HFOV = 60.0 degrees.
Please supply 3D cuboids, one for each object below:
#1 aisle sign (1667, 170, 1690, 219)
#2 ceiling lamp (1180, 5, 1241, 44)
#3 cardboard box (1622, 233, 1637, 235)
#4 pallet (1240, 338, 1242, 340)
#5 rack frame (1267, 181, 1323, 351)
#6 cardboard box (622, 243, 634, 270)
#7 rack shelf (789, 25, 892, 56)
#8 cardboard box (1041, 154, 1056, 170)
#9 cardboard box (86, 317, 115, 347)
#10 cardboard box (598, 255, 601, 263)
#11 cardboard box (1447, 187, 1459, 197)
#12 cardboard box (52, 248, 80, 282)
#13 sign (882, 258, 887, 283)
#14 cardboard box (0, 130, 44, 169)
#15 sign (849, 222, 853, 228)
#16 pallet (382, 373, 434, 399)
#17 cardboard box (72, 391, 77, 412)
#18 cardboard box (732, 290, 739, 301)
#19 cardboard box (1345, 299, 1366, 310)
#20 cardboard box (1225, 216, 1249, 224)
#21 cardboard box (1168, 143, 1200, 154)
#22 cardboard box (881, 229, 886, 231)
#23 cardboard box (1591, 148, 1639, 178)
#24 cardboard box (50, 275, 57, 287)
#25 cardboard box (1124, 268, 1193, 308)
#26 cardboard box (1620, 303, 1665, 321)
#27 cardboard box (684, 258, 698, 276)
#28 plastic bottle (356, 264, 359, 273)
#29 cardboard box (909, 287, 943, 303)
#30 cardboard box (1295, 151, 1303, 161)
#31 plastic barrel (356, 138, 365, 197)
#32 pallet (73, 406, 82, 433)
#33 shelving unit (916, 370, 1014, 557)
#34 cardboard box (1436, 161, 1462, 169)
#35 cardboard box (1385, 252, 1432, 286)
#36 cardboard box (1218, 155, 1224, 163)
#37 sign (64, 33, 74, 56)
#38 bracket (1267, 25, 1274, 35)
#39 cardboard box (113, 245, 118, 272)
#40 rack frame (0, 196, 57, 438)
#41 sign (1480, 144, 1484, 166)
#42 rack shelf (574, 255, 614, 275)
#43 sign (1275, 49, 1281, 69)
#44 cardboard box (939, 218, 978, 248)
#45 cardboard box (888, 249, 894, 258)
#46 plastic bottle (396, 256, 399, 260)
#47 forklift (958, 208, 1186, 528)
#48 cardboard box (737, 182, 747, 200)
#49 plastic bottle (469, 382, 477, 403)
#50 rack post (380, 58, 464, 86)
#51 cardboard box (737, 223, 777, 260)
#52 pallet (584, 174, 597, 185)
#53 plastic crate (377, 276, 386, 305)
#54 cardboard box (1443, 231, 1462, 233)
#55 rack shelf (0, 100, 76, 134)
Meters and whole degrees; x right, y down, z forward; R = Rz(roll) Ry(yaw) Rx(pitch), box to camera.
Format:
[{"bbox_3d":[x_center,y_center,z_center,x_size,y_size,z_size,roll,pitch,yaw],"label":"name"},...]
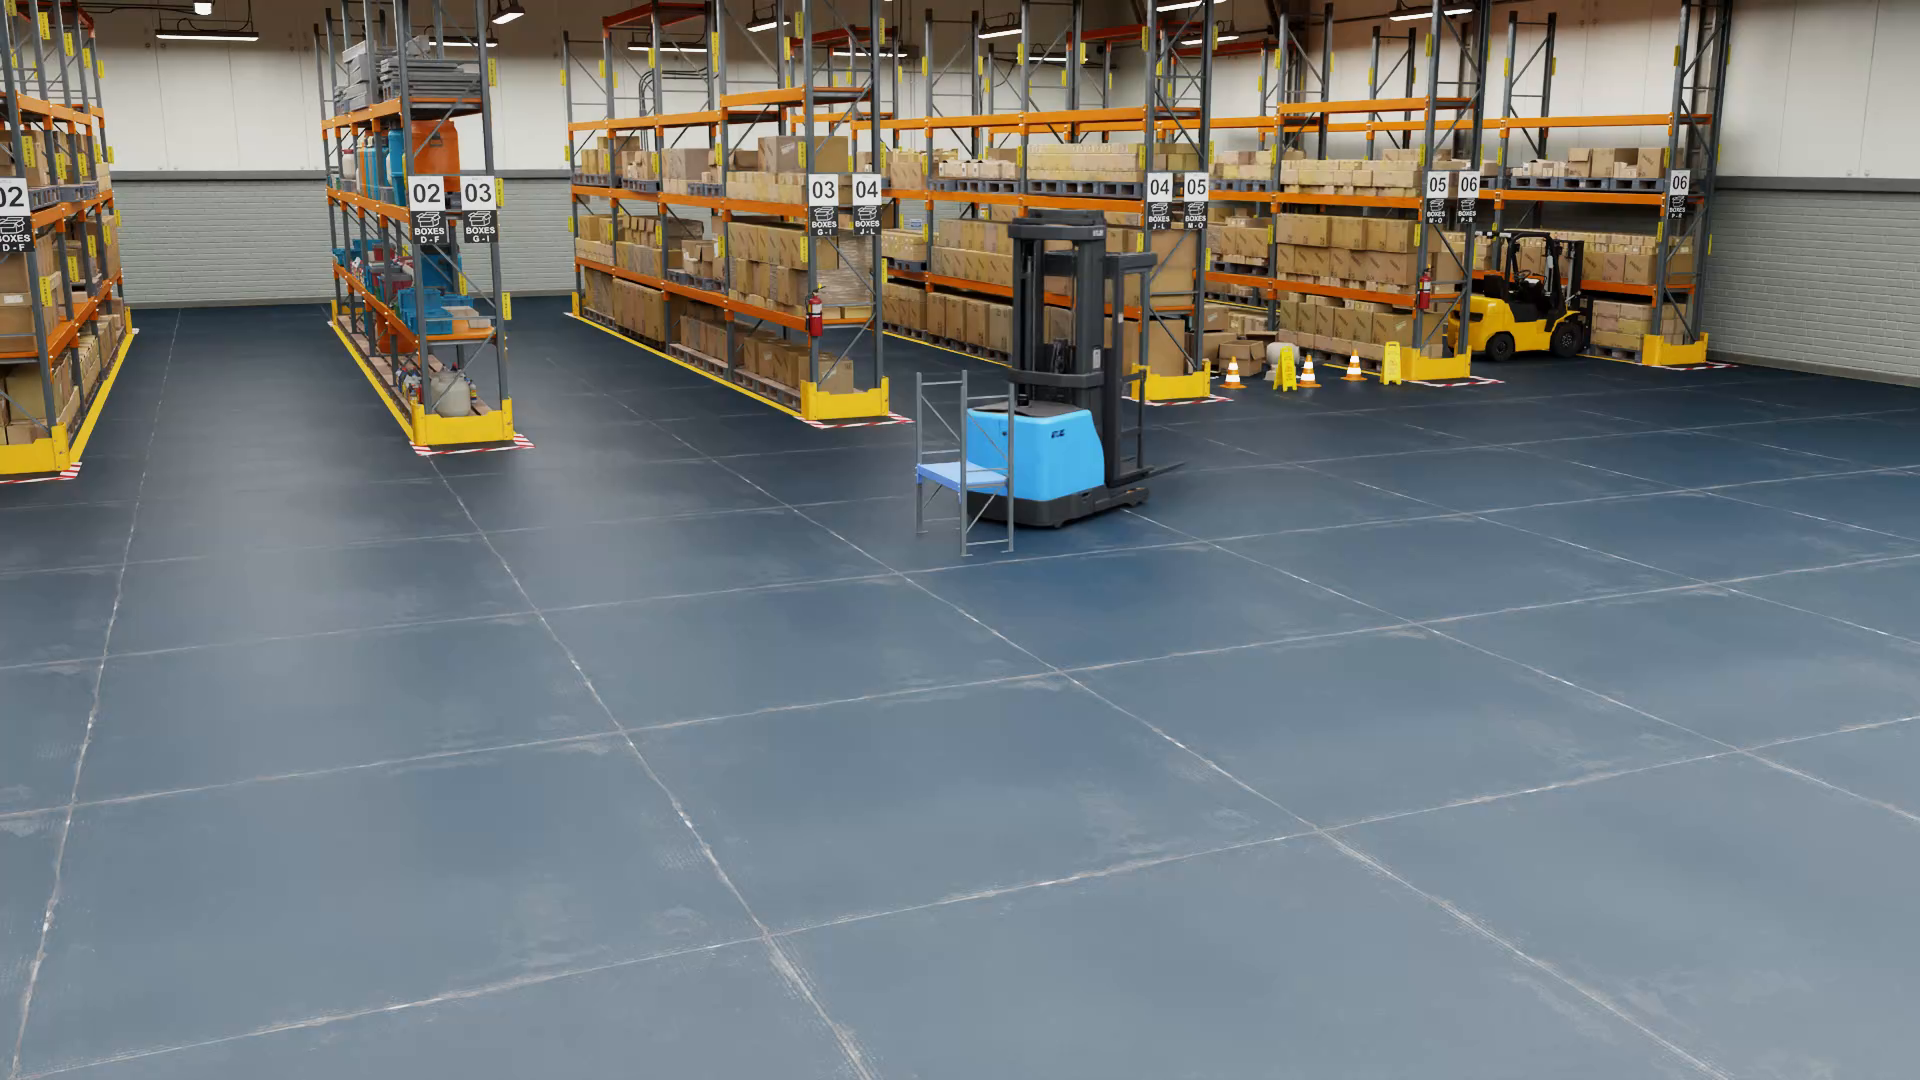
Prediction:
[{"bbox_3d":[11.863,-5.697,27.446,0.394,0.787,0.004,-6,14,-23],"label":"aisle sign"},{"bbox_3d":[5.621,-12.344,35.684,0.800,3.185,2.000,-6,14,-23],"label":"ceiling lamp"},{"bbox_3d":[11.760,-5.284,29.107,0.380,0.149,0.250,-5,14,-21],"label":"cardboard box"},{"bbox_3d":[5.151,-3.902,31.642,1.003,0.211,1.213,-6,14,-23],"label":"pallet"},{"bbox_3d":[5.957,-4.848,29.542,1.000,3.000,0.127,-6,14,-23],"label":"rack frame"},{"bbox_3d":[-6.171,-5.433,31.848,0.500,0.500,0.500,-6,14,-23],"label":"cardboard box"},{"bbox_3d":[-2.544,-10.637,35.477,1.077,0.370,4.000,-6,14,-23],"label":"rack shelf"},{"bbox_3d":[1.605,-5.936,26.111,0.500,0.250,0.500,-6,14,-23],"label":"cardboard box"},{"bbox_3d":[-14.756,-3.529,28.413,0.500,0.500,0.500,-6,14,-23],"label":"cardboard box"},{"bbox_3d":[-7.163,-5.729,33.907,0.380,0.149,0.250,-5,14,-22],"label":"cardboard box"},{"bbox_3d":[7.724,-5.458,26.085,0.380,0.149,0.250,-6,14,-23],"label":"cardboard box"},{"bbox_3d":[-14.160,-4.258,25.842,0.700,0.500,0.500,-12,18,-42],"label":"cardboard box"},{"bbox_3d":[-1.024,-3.597,22.219,0.100,0.325,0.005,-6,14,-23],"label":"sign"},{"bbox_3d":[-12.413,-5.148,21.925,0.500,0.500,0.500,-5,14,-22],"label":"cardboard box"},{"bbox_3d":[-2.237,-6.404,34.346,0.100,0.325,0.005,-6,14,-23],"label":"sign"},{"bbox_3d":[-8.012,-2.305,24.742,1.003,0.211,1.213,-6,14,-23],"label":"pallet"},{"bbox_3d":[-11.624,-1.743,21.296,0.500,0.250,0.500,-6,14,-23],"label":"cardboard box"},{"bbox_3d":[-3.225,-3.706,25.166,0.380,0.149,0.250,-6,14,-23],"label":"cardboard box"},{"bbox_3d":[6.589,-3.886,27.453,0.380,0.149,0.250,-5,14,-21],"label":"cardboard box"},{"bbox_3d":[5.268,-6.076,31.597,0.380,0.149,0.250,-6,14,-26],"label":"cardboard box"},{"bbox_3d":[3.222,-5.632,23.913,0.380,0.149,0.250,-5,14,-22],"label":"cardboard box"},{"bbox_3d":[-1.403,-6.339,34.294,0.380,0.149,0.250,-5,14,-20],"label":"cardboard box"},{"bbox_3d":[11.386,-6.524,28.757,0.700,0.500,0.500,-6,14,-23],"label":"cardboard box"},{"bbox_3d":[-11.692,-3.281,21.114,0.380,0.149,0.250,-6,14,-25],"label":"cardboard box"},{"bbox_3d":[2.874,-3.699,24.246,0.875,0.550,0.550,-6,14,-23],"label":"cardboard box"},{"bbox_3d":[11.635,-3.889,28.351,0.500,0.250,0.500,-5,14,-21],"label":"cardboard box"},{"bbox_3d":[-4.265,-4.543,27.629,0.500,0.250,0.500,-6,14,-25],"label":"cardboard box"},{"bbox_3d":[-10.545,-4.699,29.188,0.097,0.271,0.097,0,13,0],"label":"plastic bottle"},{"bbox_3d":[-0.655,-4.676,31.749,0.500,0.250,0.500,-6,14,-24],"label":"cardboard box"},{"bbox_3d":[5.881,-6.943,30.236,0.500,0.250,0.500,-6,14,-24],"label":"cardboard box"},{"bbox_3d":[-9.134,-5.848,26.100,0.600,0.901,0.600,0,13,0],"label":"plastic barrel"},{"bbox_3d":[-11.921,-1.532,21.400,1.003,0.211,1.213,-6,14,-23],"label":"pallet"},{"bbox_3d":[0.034,-0.713,15.005,0.538,1.500,1.048,-6,14,-23],"label":"shelving unit"},{"bbox_3d":[7.604,-5.840,25.969,0.380,0.149,0.250,-6,14,-23],"label":"cardboard box"},{"bbox_3d":[7.089,-4.302,26.304,0.500,0.500,0.500,-6,14,-24],"label":"cardboard box"},{"bbox_3d":[6.469,-9.018,39.475,0.500,0.250,0.500,-5,14,-22],"label":"cardboard box"},{"bbox_3d":[-13.297,-7.391,24.803,0.100,0.325,0.005,-6,14,-23],"label":"sign"},{"bbox_3d":[7.354,-11.905,38.747,0.235,0.232,0.430,-6,14,-23],"label":"bracket"},{"bbox_3d":[-16.174,-5.308,31.310,0.500,0.500,0.500,-6,14,-23],"label":"cardboard box"},{"bbox_3d":[-10.599,-2.232,18.242,1.000,3.000,0.127,-6,14,-23],"label":"rack frame"},{"bbox_3d":[8.056,-5.957,25.747,0.100,0.325,0.005,-6,14,-23],"label":"sign"},{"bbox_3d":[-7.129,-5.668,34.683,1.077,0.370,4.000,-6,14,-23],"label":"rack shelf"},{"bbox_3d":[5.451,-8.251,28.521,0.100,0.325,0.005,-6,14,-23],"label":"sign"},{"bbox_3d":[0.030,-5.648,30.562,0.700,0.500,0.500,-6,14,-23],"label":"cardboard box"},{"bbox_3d":[-1.166,-5.560,32.248,0.380,0.149,0.250,-6,14,-25],"label":"cardboard box"},{"bbox_3d":[-10.198,-4.974,30.196,0.144,0.351,0.185,-6,14,-23],"label":"plastic bottle"},{"bbox_3d":[1.264,-1.819,16.610,1.130,2.935,3.031,9,16,35],"label":"forklift"},{"bbox_3d":[-2.961,-5.116,24.382,0.500,0.250,0.500,-6,14,-23],"label":"cardboard box"},{"bbox_3d":[-6.500,-1.967,22.169,0.097,0.271,0.097,0,13,0],"label":"plastic bottle"},{"bbox_3d":[-6.864,-5.962,21.221,0.937,0.300,0.954,-6,14,-24],"label":"rack post"},{"bbox_3d":[-2.974,-4.414,24.571,0.500,0.500,0.500,-6,14,-23],"label":"cardboard box"},{"bbox_3d":[-7.131,-7.445,34.310,1.003,0.211,1.213,-6,14,-23],"label":"pallet"},{"bbox_3d":[-8.389,-3.697,24.607,0.392,0.384,0.575,-6,14,-23],"label":"plastic crate"},{"bbox_3d":[9.849,-6.123,33.395,0.380,0.149,0.250,-5,14,-21],"label":"cardboard box"},{"bbox_3d":[-13.003,-5.849,23.047,1.077,0.370,4.000,-6,14,-23],"label":"rack shelf"}]
